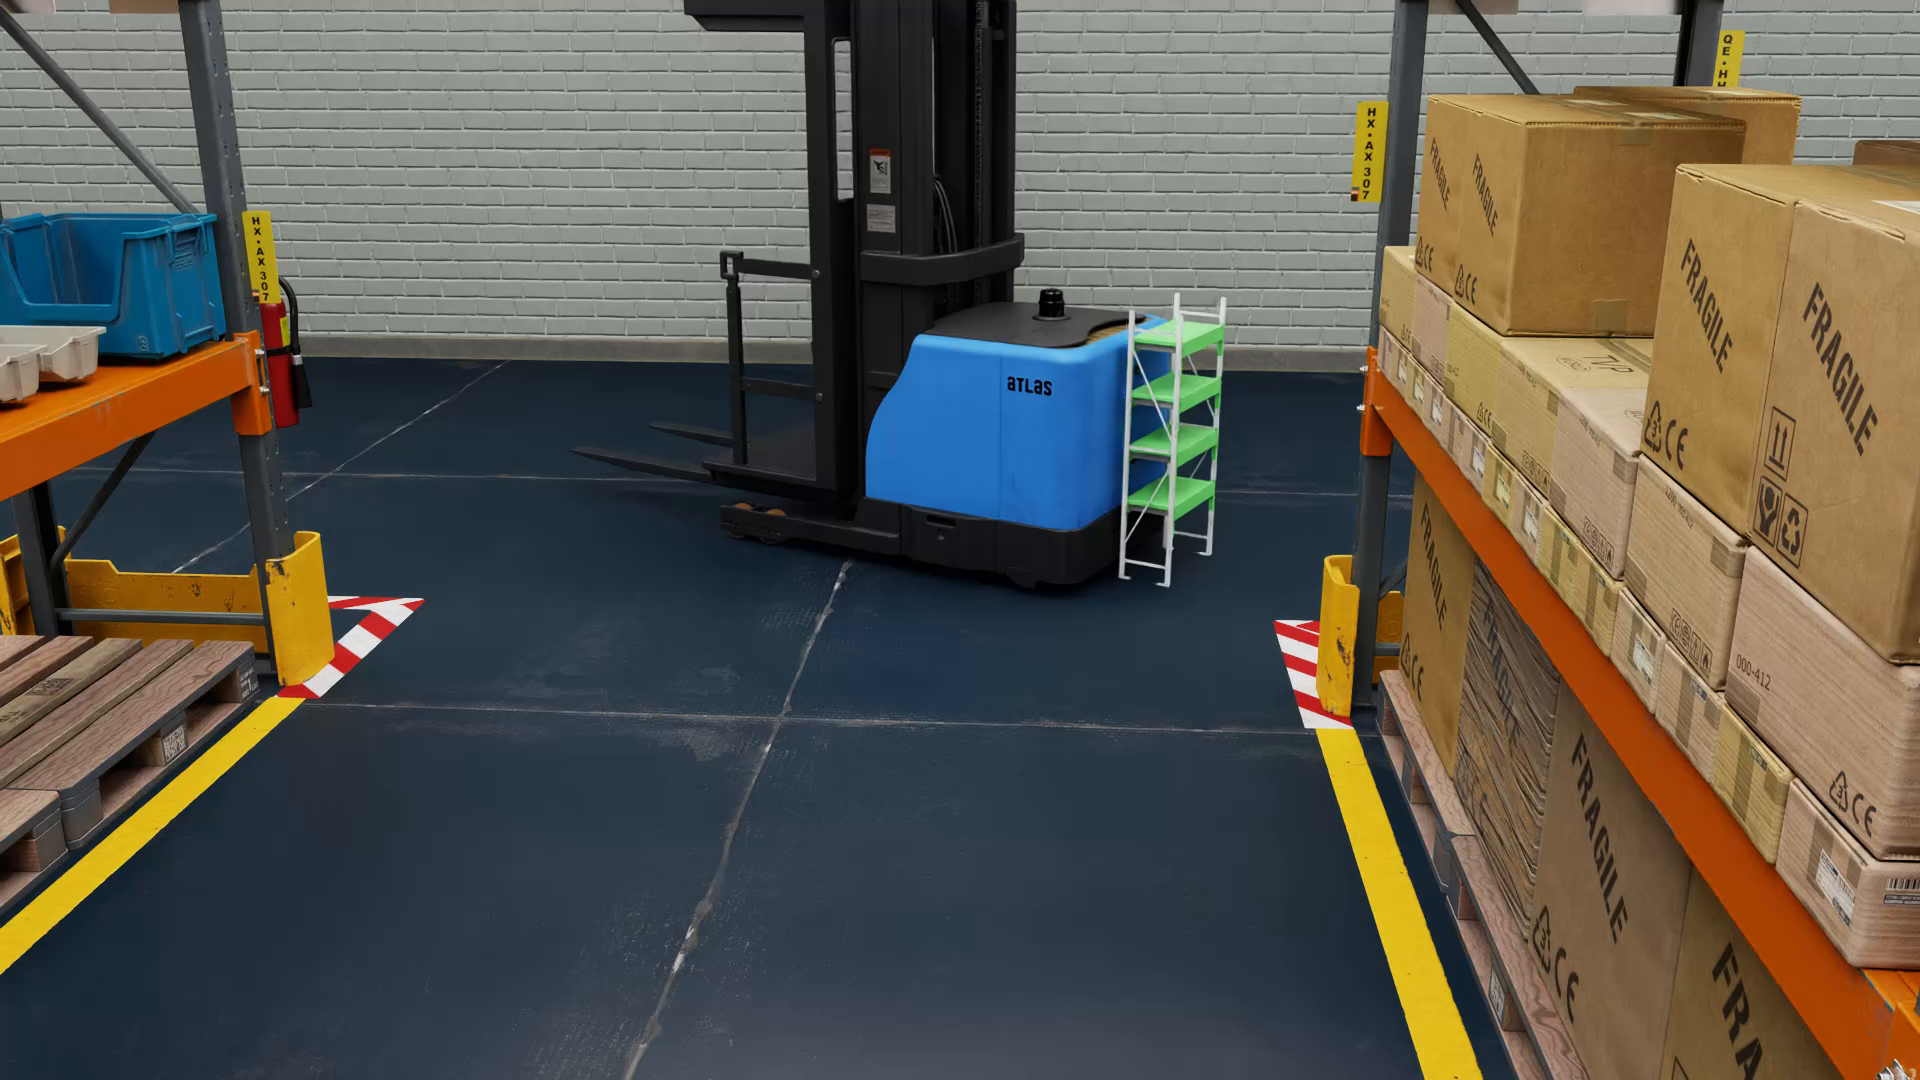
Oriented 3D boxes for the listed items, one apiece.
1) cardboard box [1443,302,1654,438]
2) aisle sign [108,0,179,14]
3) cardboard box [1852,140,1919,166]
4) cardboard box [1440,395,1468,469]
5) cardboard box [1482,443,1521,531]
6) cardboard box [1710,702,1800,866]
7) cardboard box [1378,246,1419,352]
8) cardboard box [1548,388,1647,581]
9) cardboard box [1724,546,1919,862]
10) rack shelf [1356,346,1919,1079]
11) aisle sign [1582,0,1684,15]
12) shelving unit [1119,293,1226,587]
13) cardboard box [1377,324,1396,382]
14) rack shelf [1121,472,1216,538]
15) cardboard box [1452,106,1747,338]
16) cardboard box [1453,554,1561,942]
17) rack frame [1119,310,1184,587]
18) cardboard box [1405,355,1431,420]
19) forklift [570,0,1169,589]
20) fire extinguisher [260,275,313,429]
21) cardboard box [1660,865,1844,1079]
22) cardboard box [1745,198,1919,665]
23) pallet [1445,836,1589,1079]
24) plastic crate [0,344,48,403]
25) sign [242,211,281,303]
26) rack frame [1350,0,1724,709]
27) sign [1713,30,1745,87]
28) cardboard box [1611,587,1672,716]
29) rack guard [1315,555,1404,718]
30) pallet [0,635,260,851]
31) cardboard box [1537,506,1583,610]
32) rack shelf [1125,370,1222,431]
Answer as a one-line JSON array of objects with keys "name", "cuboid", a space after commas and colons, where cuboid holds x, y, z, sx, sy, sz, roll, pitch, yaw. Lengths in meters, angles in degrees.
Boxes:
[{"name": "cardboard box", "cuboid": [1.536, -0.432, 4.187, 0.500, 0.250, 0.500, 1, 18, 2]}, {"name": "aisle sign", "cuboid": [-2.733, -2.184, 5.597, 0.394, 0.787, 0.004, 1, 18, 4]}, {"name": "cardboard box", "cuboid": [1.988, -0.464, 3.081, 0.500, 0.500, 0.500, 1, 18, 2]}, {"name": "cardboard box", "cuboid": [1.484, -0.281, 4.367, 0.380, 0.149, 0.250, 1, 18, 3]}, {"name": "cardboard box", "cuboid": [1.447, -0.122, 3.883, 0.380, 0.149, 0.250, 1, 18, 3]}, {"name": "cardboard box", "cuboid": [1.337, 0.357, 2.419, 0.380, 0.149, 0.250, 2, 18, 5]}, {"name": "cardboard box", "cuboid": [1.606, -0.750, 5.156, 0.500, 0.250, 0.500, 1, 18, 2]}, {"name": "cardboard box", "cuboid": [1.464, -0.113, 3.212, 0.500, 0.250, 0.500, 2, 18, 5]}, {"name": "cardboard box", "cuboid": [1.393, 0.207, 2.238, 0.500, 0.250, 0.500, 1, 18, 3]}, {"name": "rack shelf", "cuboid": [1.767, 0.141, 3.832, 1.077, 0.370, 4.000, 1, 18, 4]}, {"name": "aisle sign", "cuboid": [2.215, -2.074, 5.259, 0.394, 0.787, 0.004, 1, 18, 4]}, {"name": "shelving unit", "cuboid": [0.941, -0.450, 7.367, 0.258, 1.200, 0.503, 11, 21, 28]}, {"name": "cardboard box", "cuboid": [1.556, -0.600, 5.341, 0.380, 0.149, 0.250, 1, 18, 5]}, {"name": "rack shelf", "cuboid": [0.939, -0.162, 7.463, 0.258, 0.148, 0.480, 11, 21, 28]}, {"name": "cardboard box", "cuboid": [1.539, -0.790, 4.074, 0.500, 0.500, 0.500, 1, 18, 2]}, {"name": "cardboard box", "cuboid": [1.879, 0.471, 4.407, 0.875, 0.875, 0.875, 1, 18, 4]}, {"name": "rack frame", "cuboid": [0.819, -0.385, 7.166, 0.240, 1.200, 0.015, 11, 21, 28]}, {"name": "cardboard box", "cuboid": [1.521, -0.441, 4.855, 0.380, 0.149, 0.250, 1, 18, 3]}, {"name": "forklift", "cuboid": [-0.558, -1.501, 7.796, 3.031, 2.935, 1.130, 10, 21, 29]}, {"name": "fire extinguisher", "cuboid": [-2.566, -0.756, 6.135, 0.296, 0.674, 0.183, 1, 18, 4]}, {"name": "cardboard box", "cuboid": [1.751, 1.027, 2.710, 0.875, 0.875, 0.875, 1, 18, 4]}, {"name": "cardboard box", "cuboid": [1.390, -0.155, 2.139, 0.500, 0.500, 0.500, 2, 18, 5]}, {"name": "pallet", "cuboid": [1.841, 1.131, 4.134, 1.003, 0.211, 1.213, 1, 18, 4]}, {"name": "plastic crate", "cuboid": [-2.943, -0.489, 4.926, 0.396, 0.136, 0.243, 1, 18, 4]}, {"name": "sign", "cuboid": [-2.480, -1.003, 5.906, 0.100, 0.325, 0.005, 1, 18, 4]}, {"name": "rack frame", "cuboid": [1.910, -0.822, 5.616, 1.000, 3.000, 0.127, 1, 18, 4]}, {"name": "sign", "cuboid": [2.450, -1.469, 5.349, 0.100, 0.325, 0.005, 1, 18, 4]}, {"name": "cardboard box", "cuboid": [1.374, 0.198, 2.906, 0.380, 0.149, 0.250, 2, 18, 5]}, {"name": "rack guard", "cuboid": [1.912, 0.358, 6.028, 1.175, 0.500, 0.348, 1, 18, 4]}, {"name": "pallet", "cuboid": [-3.128, 0.647, 5.608, 1.003, 0.211, 1.213, 1, 18, 4]}, {"name": "cardboard box", "cuboid": [1.410, 0.038, 3.393, 0.380, 0.149, 0.250, 1, 18, 3]}, {"name": "rack shelf", "cuboid": [0.942, -0.618, 7.311, 0.258, 0.148, 0.480, 11, 21, 28]}]
